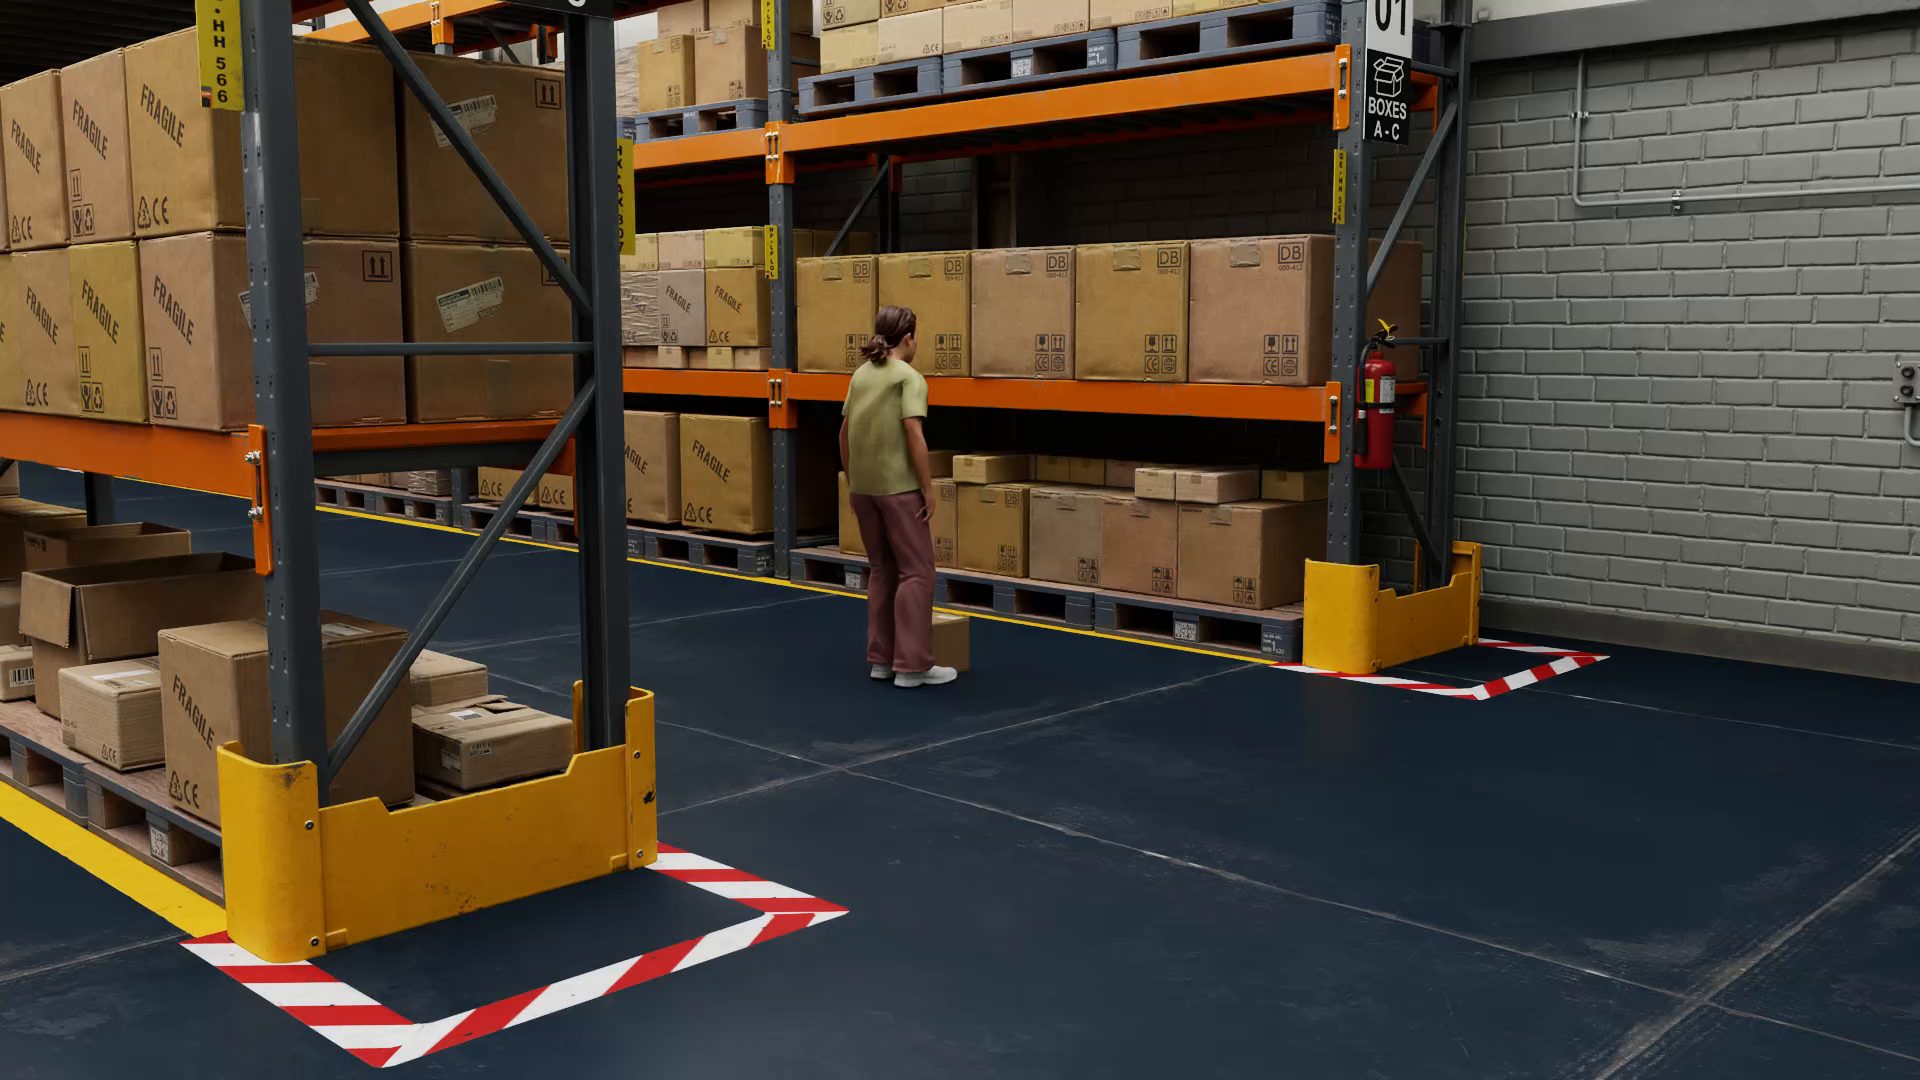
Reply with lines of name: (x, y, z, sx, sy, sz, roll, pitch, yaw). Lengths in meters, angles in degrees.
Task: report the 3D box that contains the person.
person: (-0.280, -0.203, 7.399, 0.506, 1.671, 0.416, 6, 9, 41)
